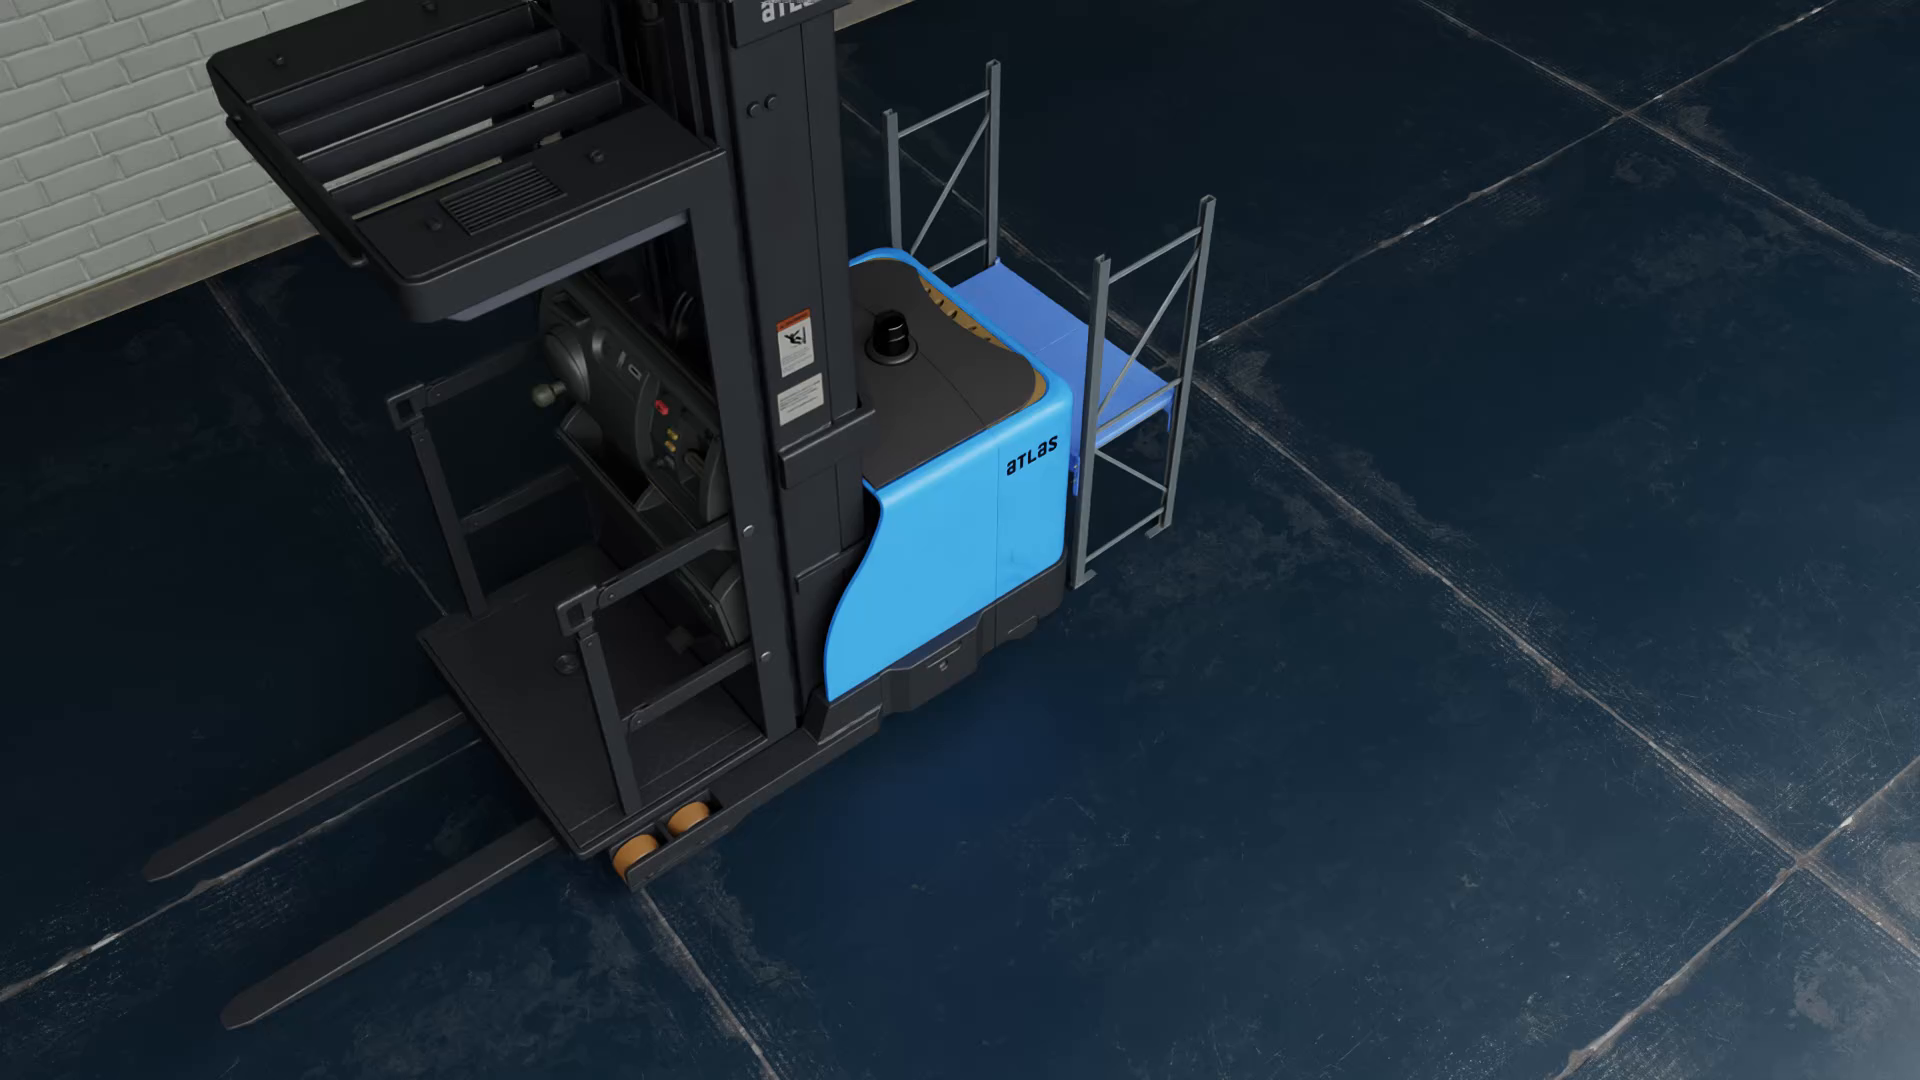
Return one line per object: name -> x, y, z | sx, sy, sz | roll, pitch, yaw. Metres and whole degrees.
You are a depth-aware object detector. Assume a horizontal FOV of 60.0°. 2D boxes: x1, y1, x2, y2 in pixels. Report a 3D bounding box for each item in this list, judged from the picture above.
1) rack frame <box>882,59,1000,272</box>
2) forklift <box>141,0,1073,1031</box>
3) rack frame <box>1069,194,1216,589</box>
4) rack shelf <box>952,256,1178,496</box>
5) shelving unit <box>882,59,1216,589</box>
rack frame -> -0.060, -1.023, 6.165 | 0.500, 1.500, 0.032 | -32, 55, -26
forklift -> -1.094, -0.341, 4.580 | 3.031, 2.935, 1.130 | -30, 55, -25
rack frame -> 0.601, -0.451, 5.647 | 0.500, 1.500, 0.032 | -32, 55, -26
rack shelf -> 0.270, -0.616, 6.039 | 0.538, 0.185, 1.000 | -32, 55, -26
shelving unit -> 0.270, -0.737, 5.906 | 0.538, 1.500, 1.048 | -32, 55, -26
